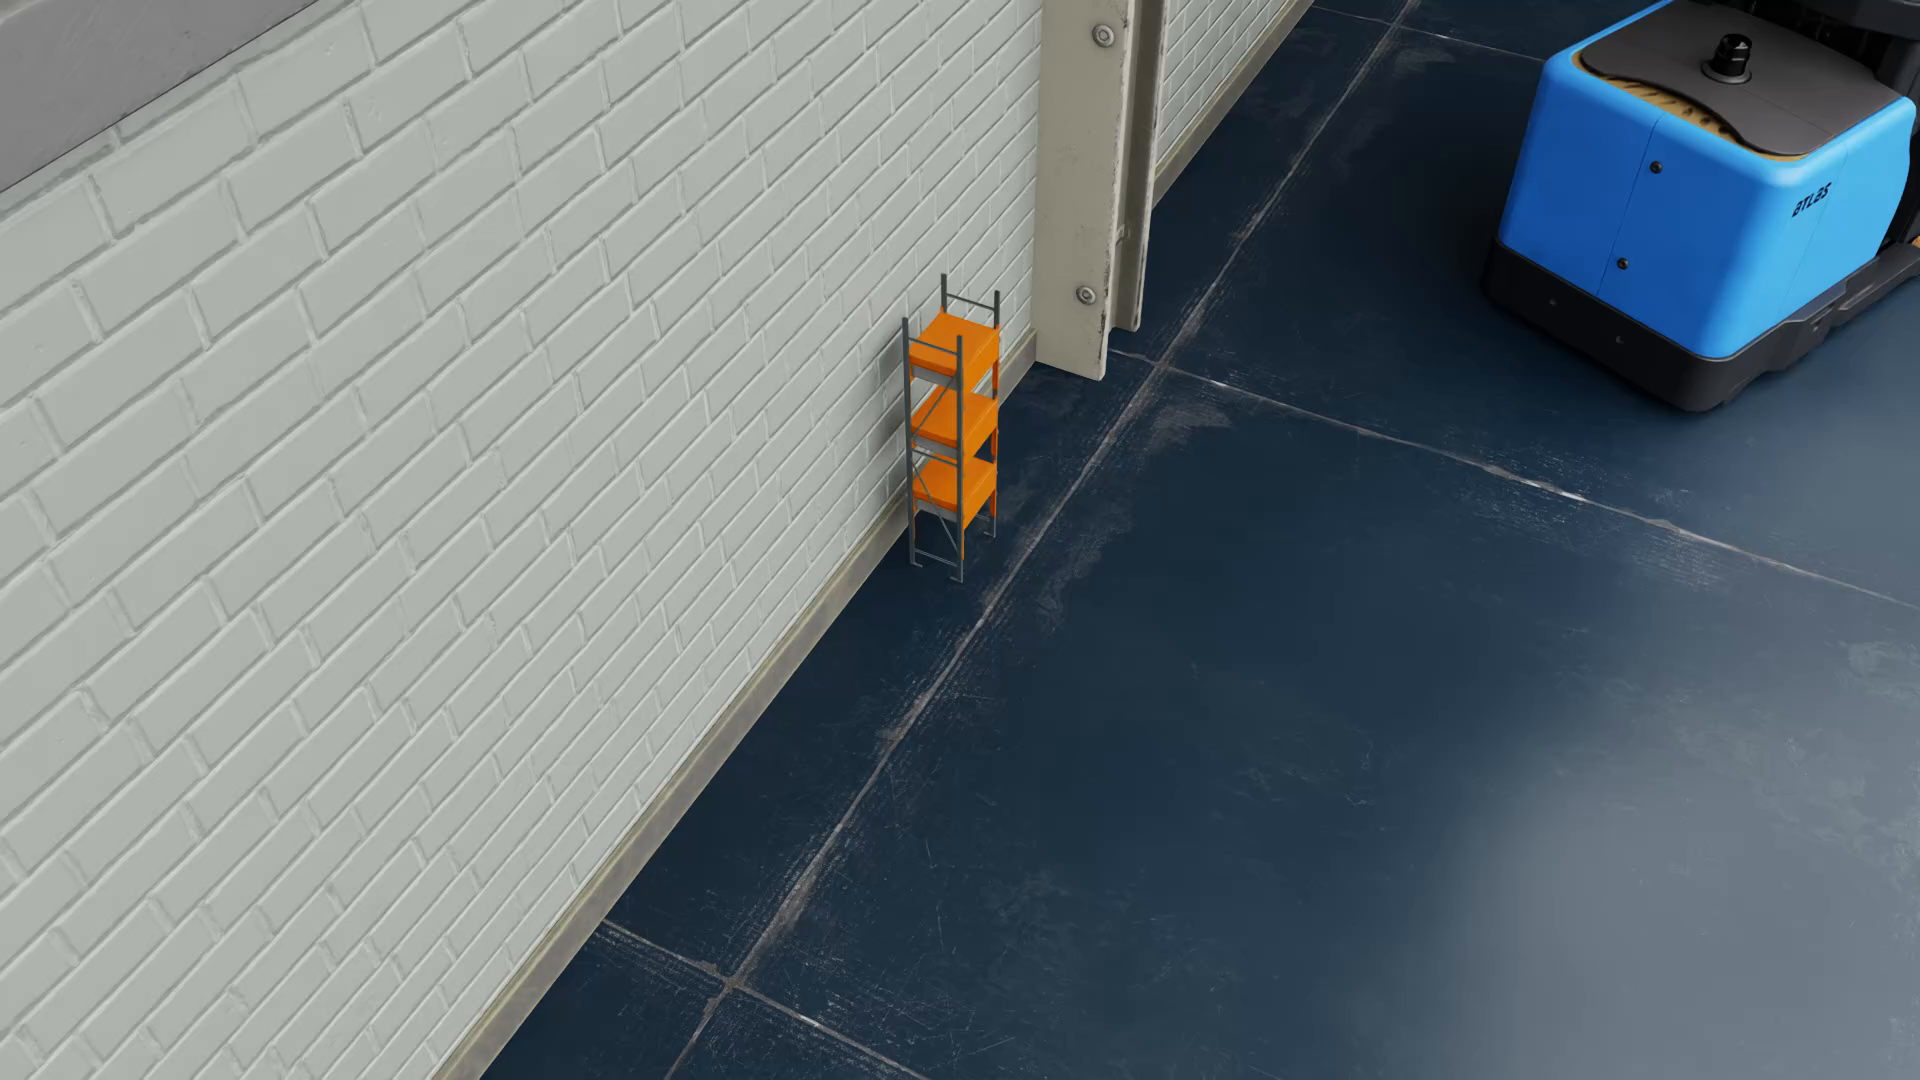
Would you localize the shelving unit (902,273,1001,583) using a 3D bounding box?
[{"bbox_3d":[-0.025,-0.335,5.343,0.215,1.050,0.252,20,49,19],"label":"shelving unit"}]

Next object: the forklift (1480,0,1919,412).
[{"bbox_3d":[3.547,-2.384,6.046,3.031,2.935,1.130,-30,52,-26],"label":"forklift"}]

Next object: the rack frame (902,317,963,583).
[{"bbox_3d":[-0.081,-0.258,5.267,0.200,1.050,0.008,20,49,19],"label":"rack frame"}]

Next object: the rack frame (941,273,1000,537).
[{"bbox_3d":[0.032,-0.412,5.419,0.200,1.050,0.008,20,49,19],"label":"rack frame"}]

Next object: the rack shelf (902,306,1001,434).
[{"bbox_3d":[-0.025,-0.527,5.149,0.215,0.259,0.240,20,49,19],"label":"rack shelf"}]

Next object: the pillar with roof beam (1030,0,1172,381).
[{"bbox_3d":[4.301,-2.523,1.917,9.100,9.000,0.400,20,49,19],"label":"pillar with roof beam"}]

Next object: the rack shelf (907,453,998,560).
[{"bbox_3d":[-0.025,-0.133,5.548,0.215,0.259,0.240,20,49,19],"label":"rack shelf"}]

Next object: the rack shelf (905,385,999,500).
[{"bbox_3d":[-0.025,-0.328,5.351,0.215,0.259,0.240,20,49,19],"label":"rack shelf"}]
